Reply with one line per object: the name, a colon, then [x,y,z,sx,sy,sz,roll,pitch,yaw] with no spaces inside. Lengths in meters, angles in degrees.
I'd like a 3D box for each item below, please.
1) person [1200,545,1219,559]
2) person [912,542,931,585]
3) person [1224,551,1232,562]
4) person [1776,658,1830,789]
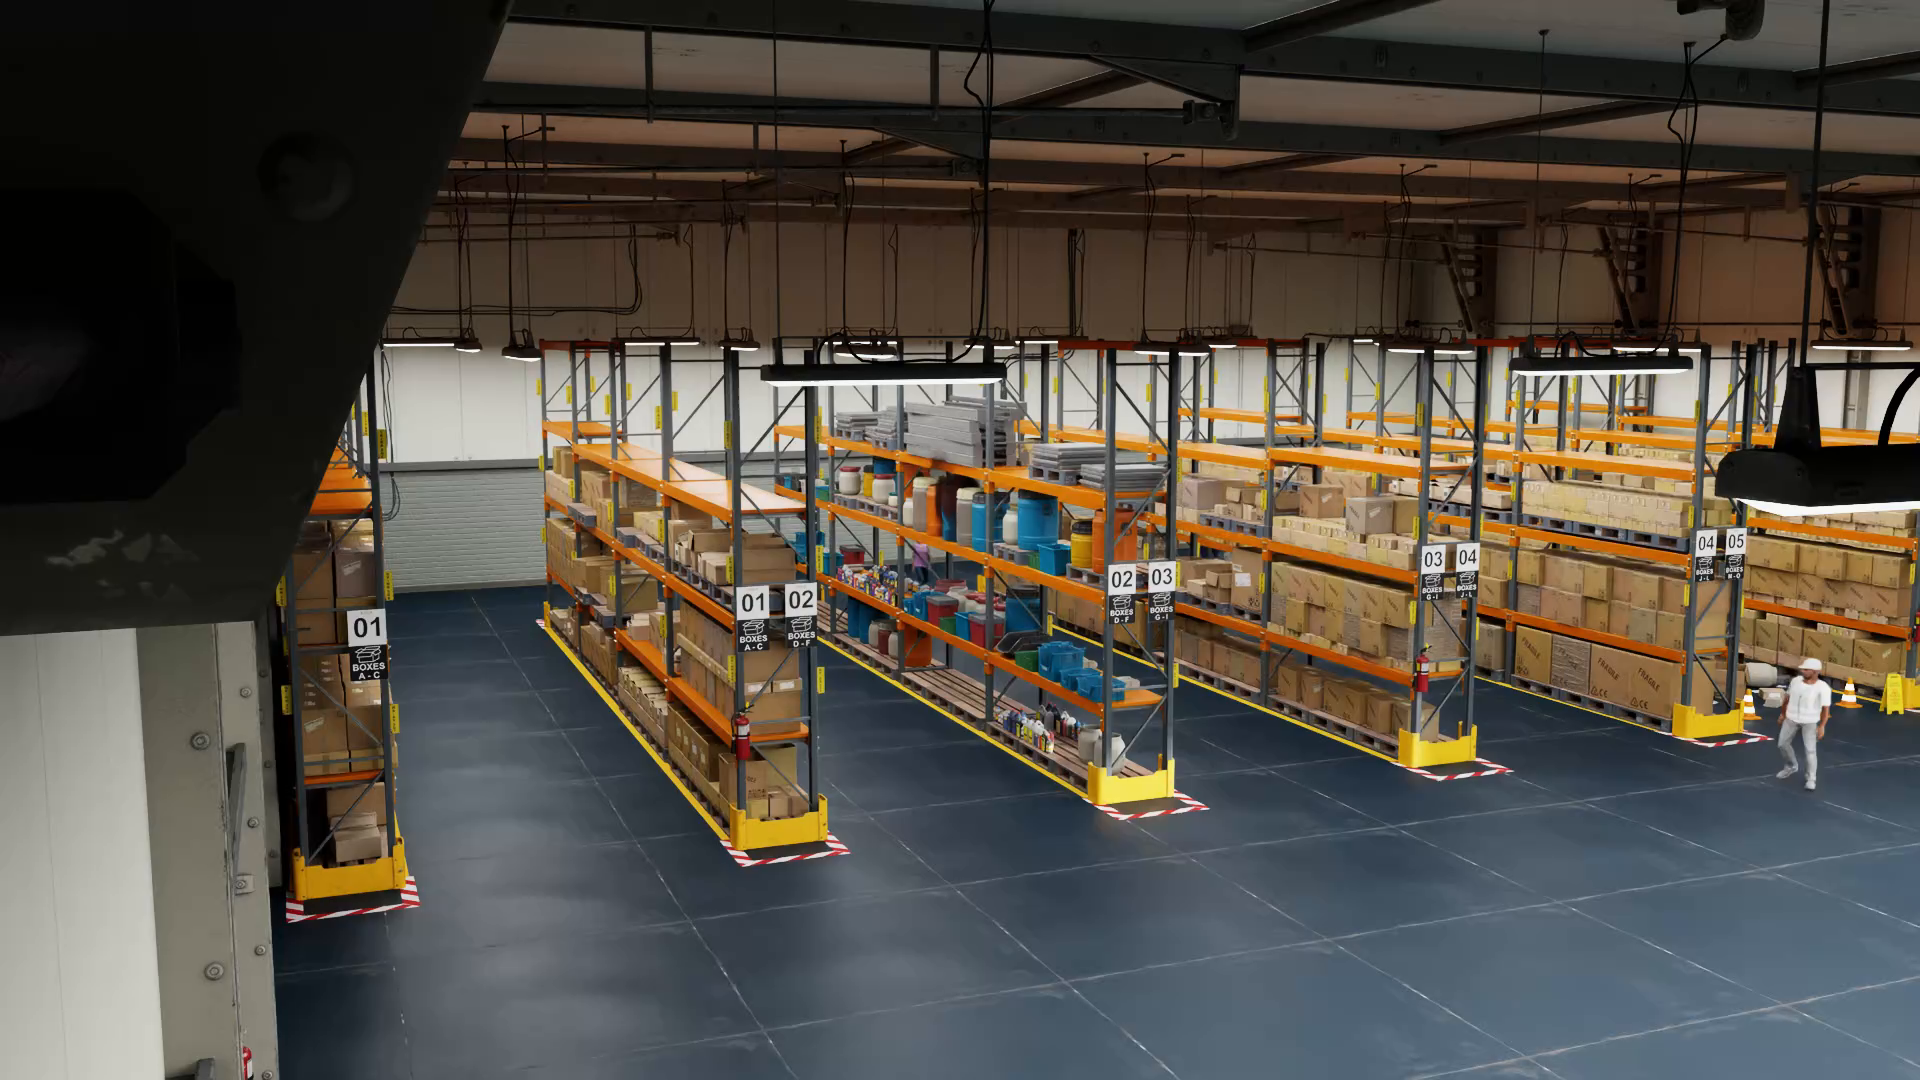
person: [6.539,-0.185,43.878,0.493,1.612,0.579,5,9,35]
person: [-0.894,0.607,38.043,0.437,1.545,0.703,-4,8,-26]
person: [6.955,0.058,41.956,0.780,1.614,0.587,-2,8,-17]
person: [11.560,2.488,22.822,0.661,1.764,0.502,7,10,43]
